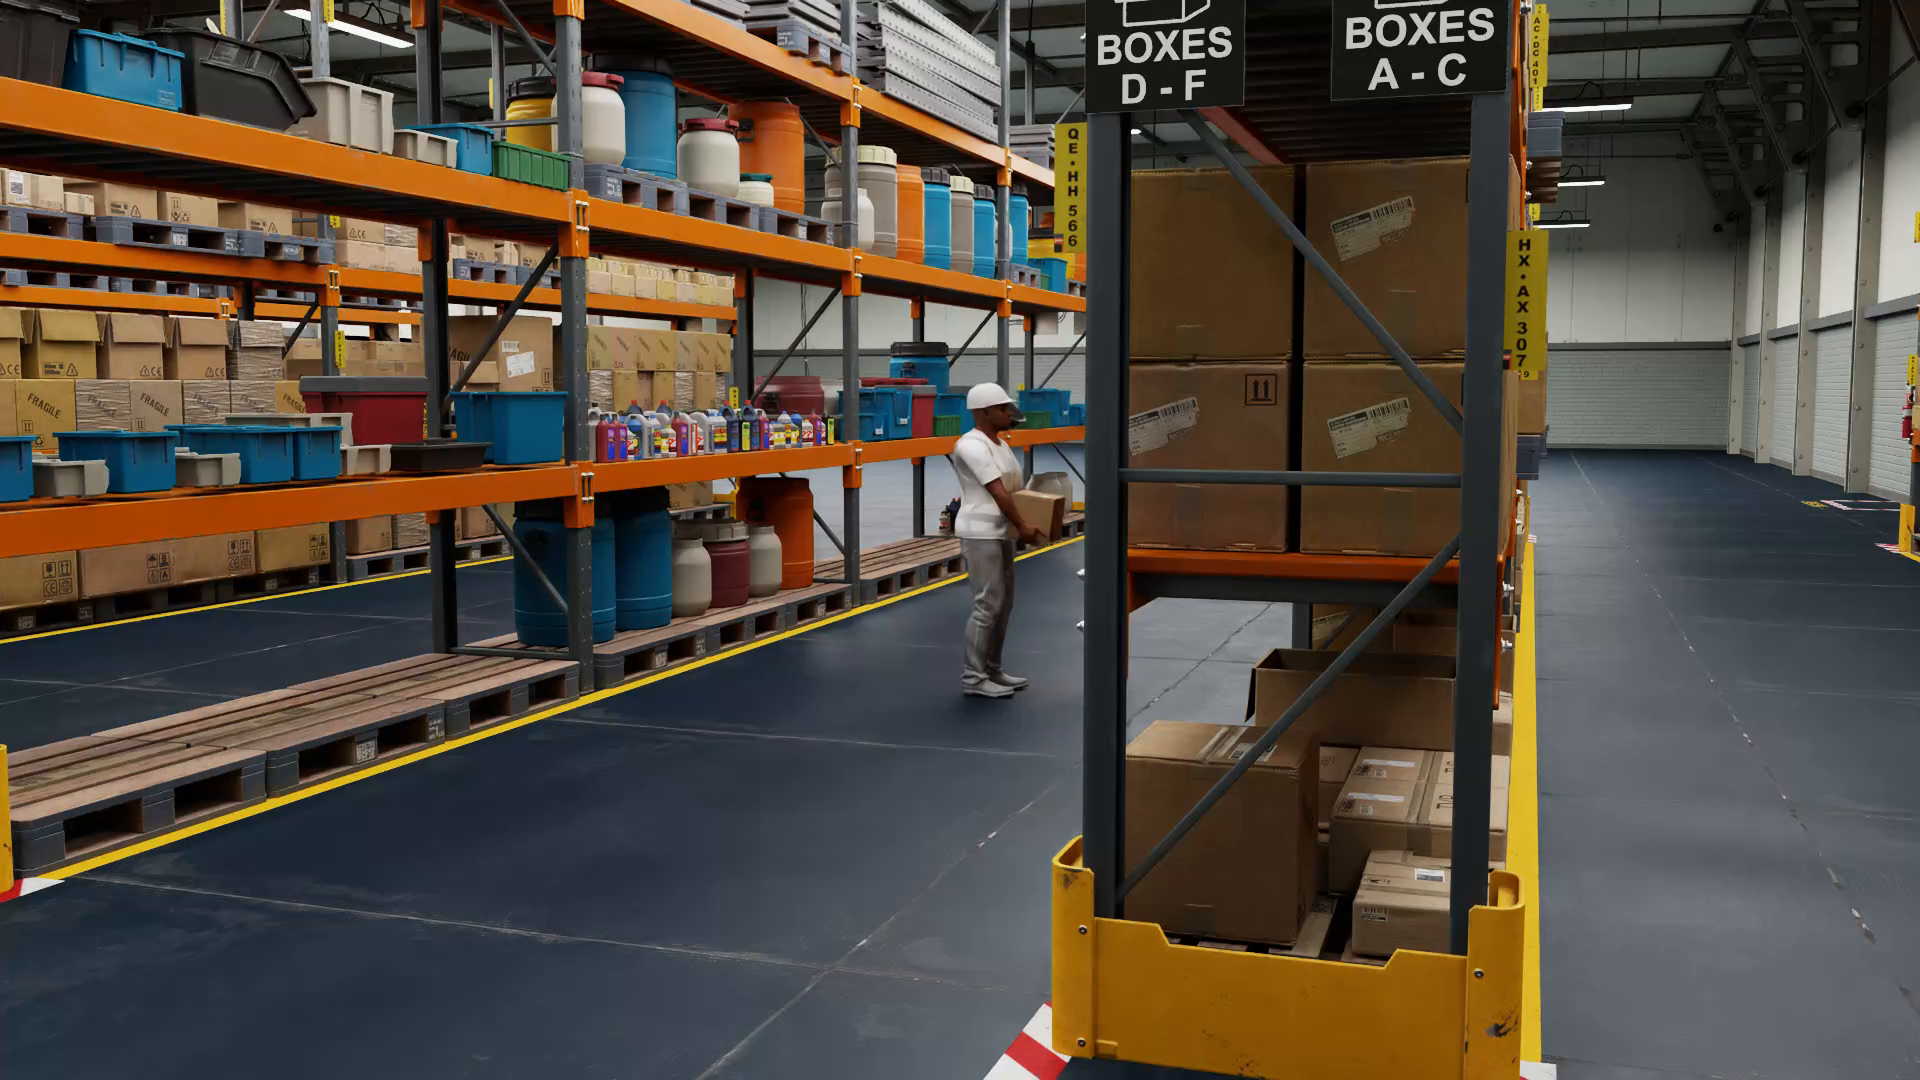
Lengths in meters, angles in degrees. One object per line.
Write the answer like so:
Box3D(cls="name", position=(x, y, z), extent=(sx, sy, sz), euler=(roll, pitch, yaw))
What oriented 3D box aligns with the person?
Box3D(cls="person", position=(0.267, -0.007, 9.457), extent=(0.555, 1.763, 0.505), euler=(2, 5, 18))
